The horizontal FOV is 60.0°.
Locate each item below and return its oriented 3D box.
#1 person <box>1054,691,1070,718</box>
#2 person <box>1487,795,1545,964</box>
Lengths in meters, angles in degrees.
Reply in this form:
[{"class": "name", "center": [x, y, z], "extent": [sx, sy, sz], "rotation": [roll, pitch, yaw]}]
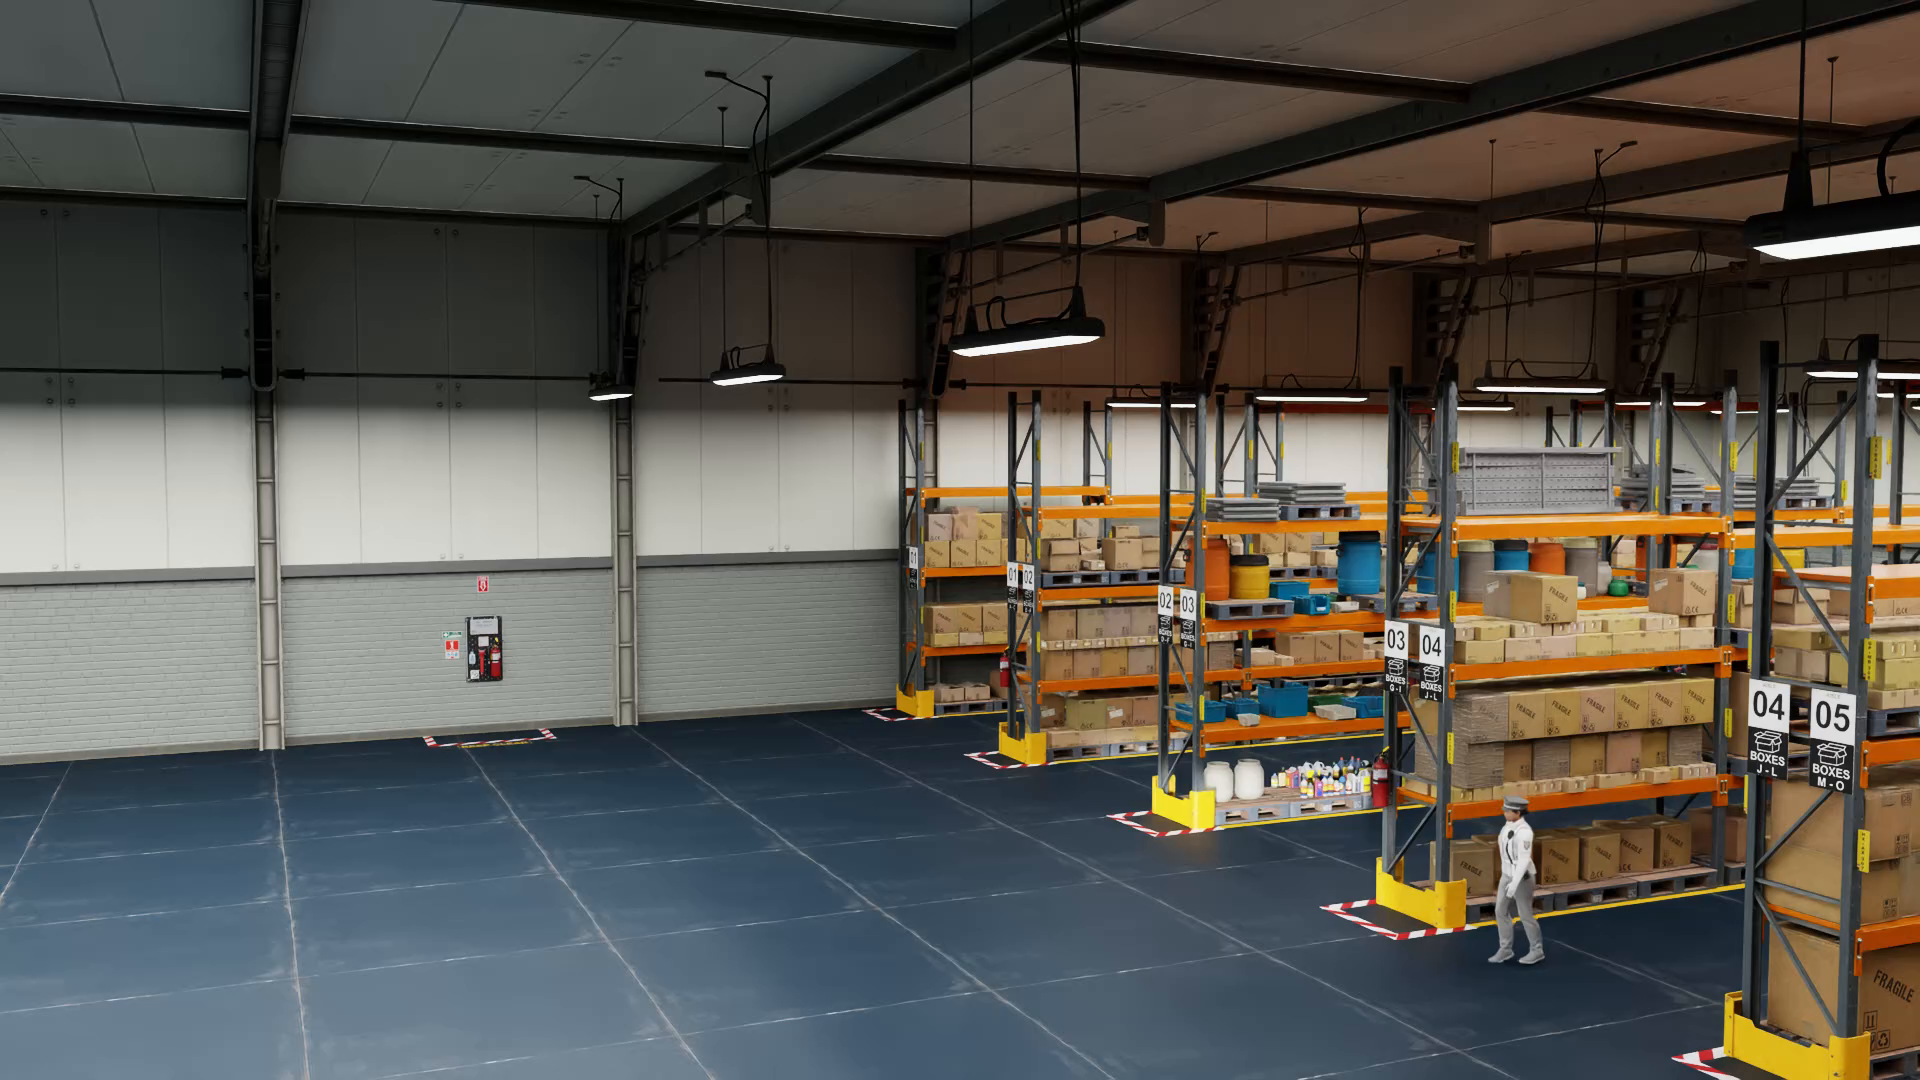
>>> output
[{"class": "person", "center": [1.809, 2.470, 31.067], "extent": [0.531, 1.767, 0.597], "rotation": [-1, 4, -21]}, {"class": "person", "center": [5.531, 3.383, 16.483], "extent": [0.528, 1.710, 0.530], "rotation": [0, 3, -6]}]
